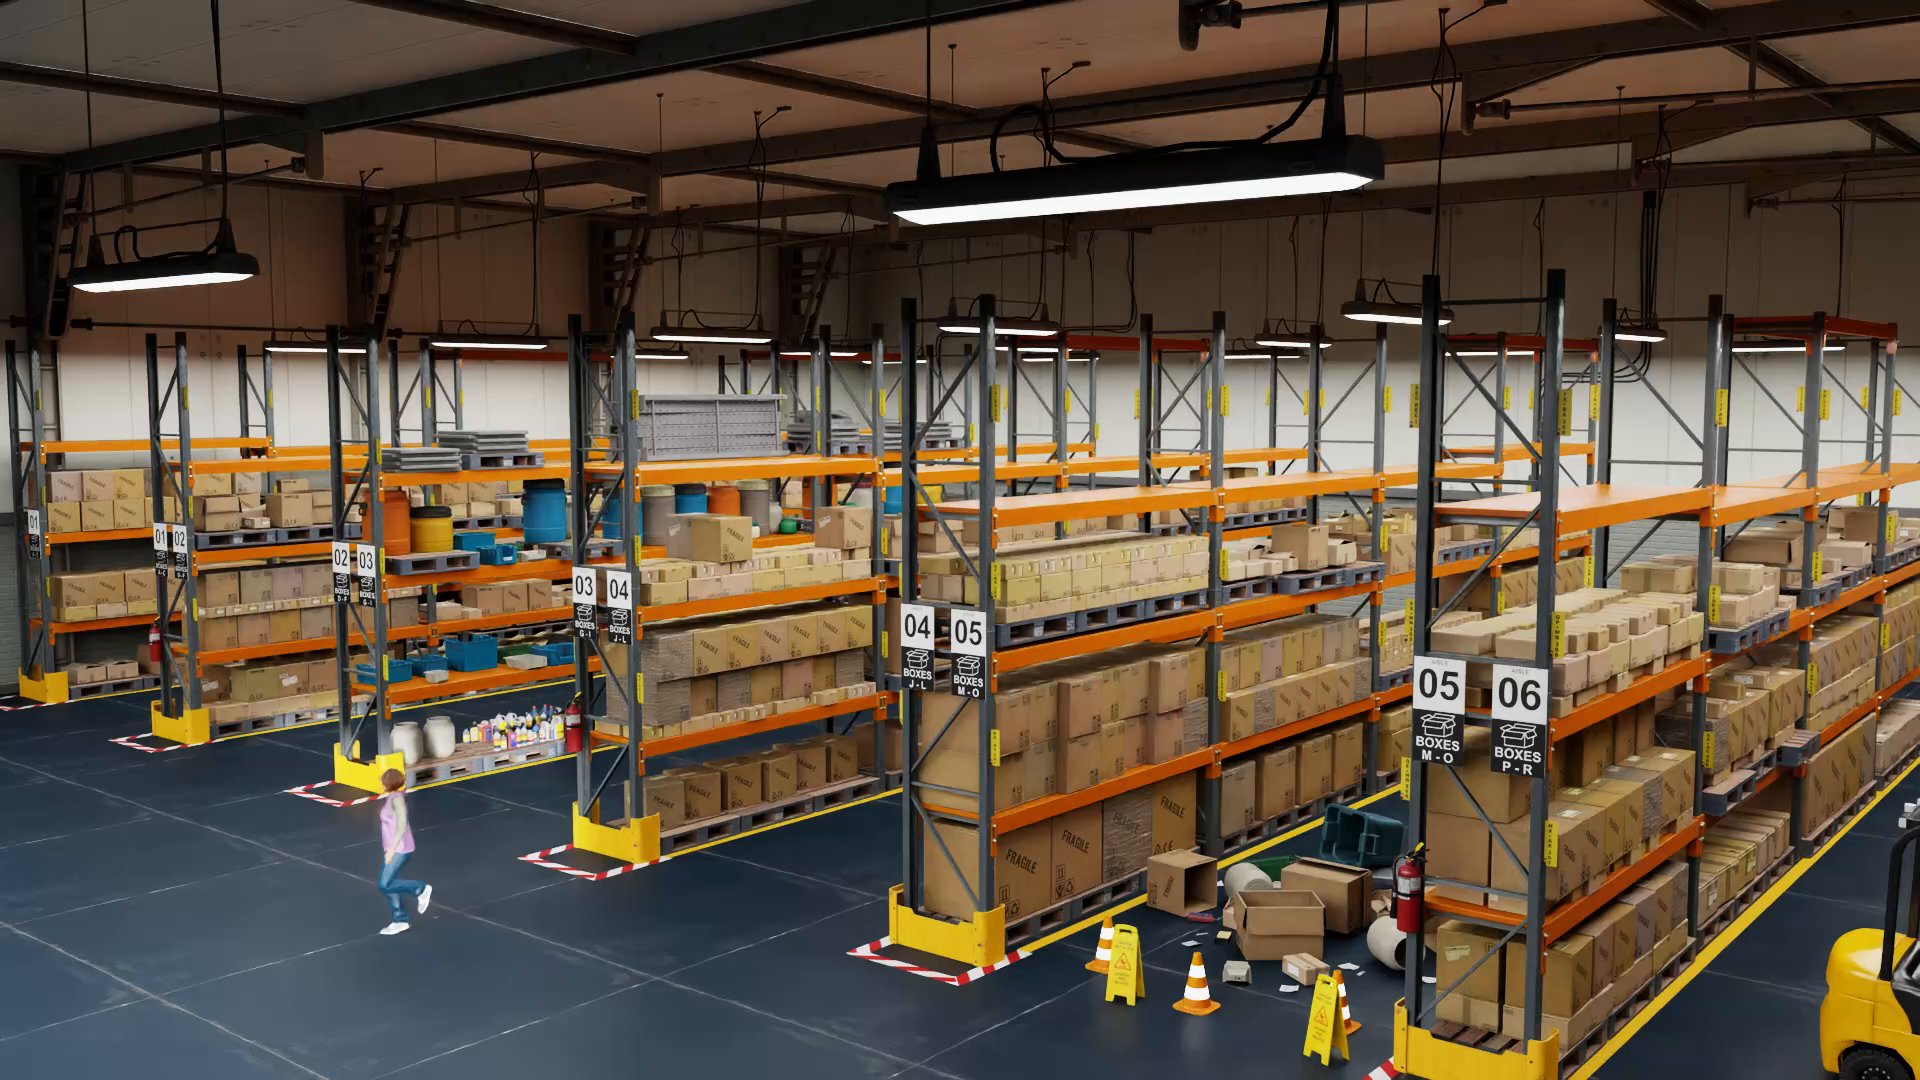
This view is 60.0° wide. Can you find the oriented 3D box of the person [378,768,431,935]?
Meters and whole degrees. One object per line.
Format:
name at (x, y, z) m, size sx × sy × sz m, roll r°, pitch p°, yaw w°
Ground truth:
person at (-5.336, 2.964, 15.915) m, size 0.490 × 1.568 × 0.480 m, roll -3°, pitch 6°, yaw -27°
